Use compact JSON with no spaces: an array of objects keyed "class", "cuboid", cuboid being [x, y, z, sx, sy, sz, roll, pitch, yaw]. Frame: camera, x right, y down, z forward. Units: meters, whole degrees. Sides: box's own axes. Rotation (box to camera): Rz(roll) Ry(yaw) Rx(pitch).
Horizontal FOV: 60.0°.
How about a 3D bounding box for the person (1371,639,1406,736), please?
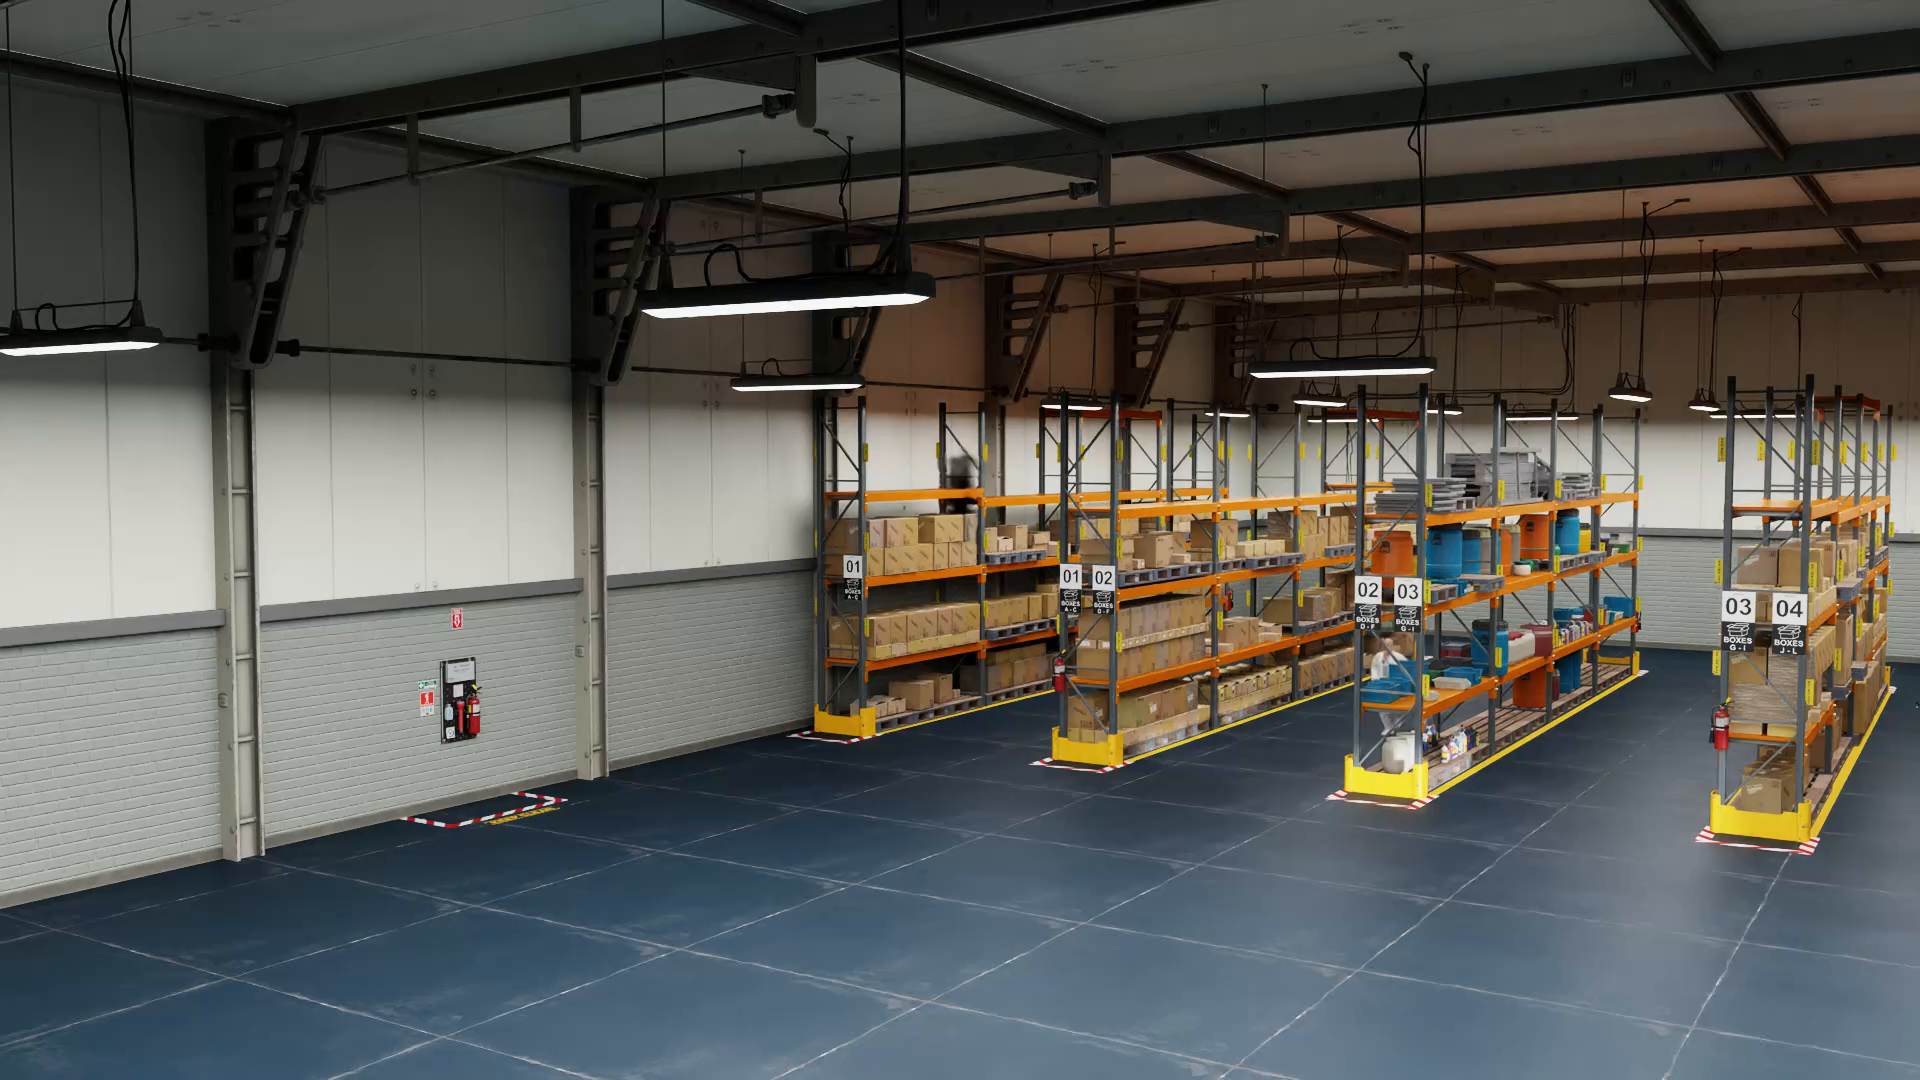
[{"class":"person","cuboid":[7.592,2.600,29.439,0.701,1.724,0.662,2,4,36]}]
